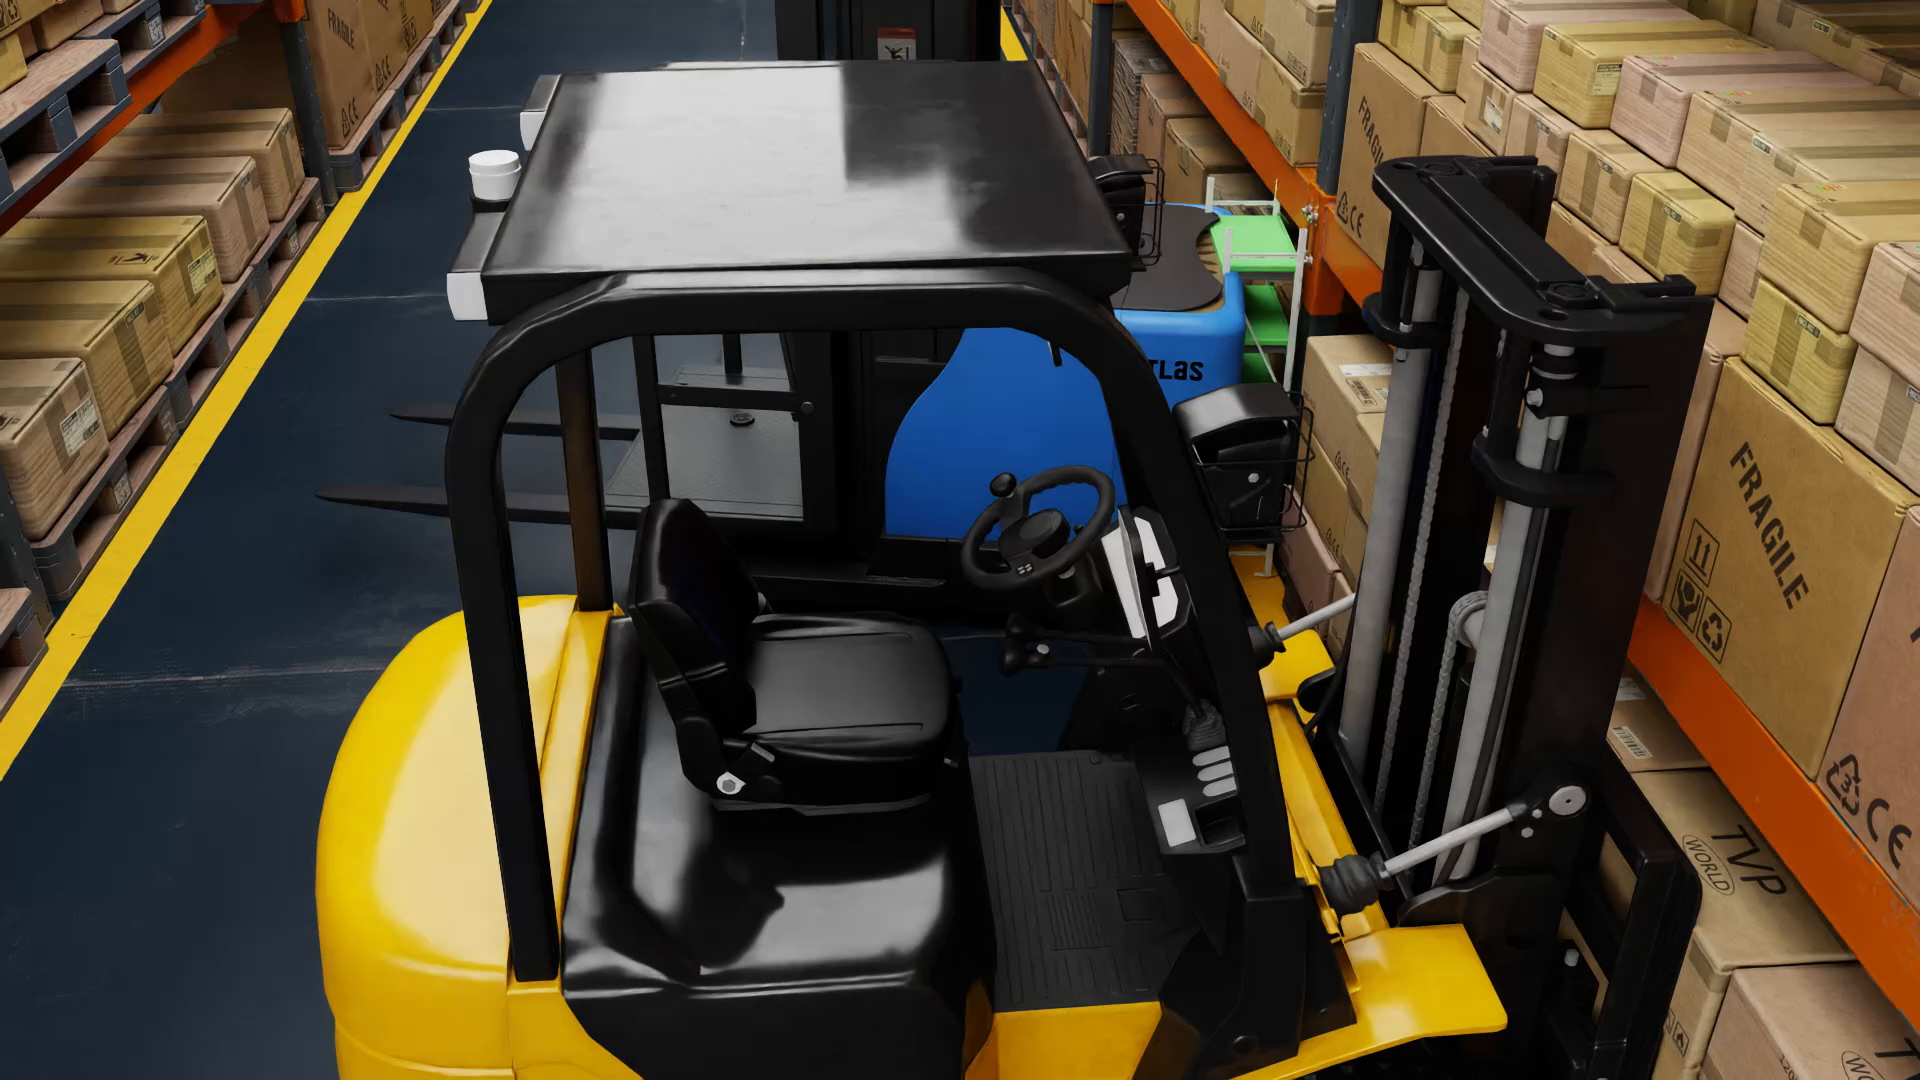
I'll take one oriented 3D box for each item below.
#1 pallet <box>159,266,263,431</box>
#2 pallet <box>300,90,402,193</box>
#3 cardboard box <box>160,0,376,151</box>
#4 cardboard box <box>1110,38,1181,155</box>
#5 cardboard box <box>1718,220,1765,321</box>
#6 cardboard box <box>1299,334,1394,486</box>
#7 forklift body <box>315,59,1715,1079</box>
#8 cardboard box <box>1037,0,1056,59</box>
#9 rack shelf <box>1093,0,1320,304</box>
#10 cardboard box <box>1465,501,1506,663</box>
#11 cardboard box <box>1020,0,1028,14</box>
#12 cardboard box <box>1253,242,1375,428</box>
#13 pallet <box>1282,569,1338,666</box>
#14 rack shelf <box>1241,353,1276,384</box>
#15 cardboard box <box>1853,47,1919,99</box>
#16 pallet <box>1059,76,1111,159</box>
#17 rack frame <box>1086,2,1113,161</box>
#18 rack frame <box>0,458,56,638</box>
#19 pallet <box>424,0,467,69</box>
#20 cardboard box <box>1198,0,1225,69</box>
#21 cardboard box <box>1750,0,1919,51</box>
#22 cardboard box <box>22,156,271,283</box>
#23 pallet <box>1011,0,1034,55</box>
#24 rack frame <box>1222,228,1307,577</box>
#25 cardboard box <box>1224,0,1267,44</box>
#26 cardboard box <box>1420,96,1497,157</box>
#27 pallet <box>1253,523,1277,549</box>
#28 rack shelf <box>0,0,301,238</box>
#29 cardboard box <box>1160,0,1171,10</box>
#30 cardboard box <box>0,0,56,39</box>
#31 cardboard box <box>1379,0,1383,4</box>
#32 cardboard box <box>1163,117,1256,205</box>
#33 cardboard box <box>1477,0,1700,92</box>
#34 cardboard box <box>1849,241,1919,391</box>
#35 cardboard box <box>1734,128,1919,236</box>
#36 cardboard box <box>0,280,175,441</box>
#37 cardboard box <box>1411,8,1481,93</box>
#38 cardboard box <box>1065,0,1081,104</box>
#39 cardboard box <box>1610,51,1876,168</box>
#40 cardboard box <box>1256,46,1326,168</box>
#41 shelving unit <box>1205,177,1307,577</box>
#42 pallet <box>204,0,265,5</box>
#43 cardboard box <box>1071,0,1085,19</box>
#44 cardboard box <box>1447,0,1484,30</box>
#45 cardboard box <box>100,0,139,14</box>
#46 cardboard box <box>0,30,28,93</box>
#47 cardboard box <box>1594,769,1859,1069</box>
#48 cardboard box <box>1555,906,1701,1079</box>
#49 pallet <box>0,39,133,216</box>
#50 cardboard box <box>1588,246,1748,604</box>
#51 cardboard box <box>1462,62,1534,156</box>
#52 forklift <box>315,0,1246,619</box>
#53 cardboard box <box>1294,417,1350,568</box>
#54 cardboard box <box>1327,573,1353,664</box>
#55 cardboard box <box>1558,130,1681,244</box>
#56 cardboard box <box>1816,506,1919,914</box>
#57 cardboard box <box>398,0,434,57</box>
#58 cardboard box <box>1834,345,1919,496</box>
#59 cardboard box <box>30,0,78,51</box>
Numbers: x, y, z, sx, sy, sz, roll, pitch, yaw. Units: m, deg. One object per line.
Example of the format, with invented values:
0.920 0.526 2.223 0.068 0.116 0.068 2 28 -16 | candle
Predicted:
-3.572 -0.796 6.877 1.003 0.211 1.213 -3 31 -5 | pallet
-3.753 -2.223 9.266 1.003 0.211 1.213 -3 31 -5 | pallet
-3.736 -2.639 8.905 0.875 0.875 0.875 -3 31 -5 | cardboard box
1.232 -2.095 8.239 0.875 0.625 0.625 -2 31 -3 | cardboard box
1.546 -0.440 2.831 0.380 0.149 0.250 -3 31 -5 | cardboard box
1.294 -0.379 4.755 0.500 0.250 0.500 -3 31 -5 | cardboard box
-0.059 0.314 3.126 2.313 2.155 1.214 -3 31 -5 | forklift body
0.779 -3.354 10.468 0.500 0.500 0.500 -4 31 -6 | cardboard box
1.374 -1.924 6.747 1.077 0.370 4.000 -3 31 -5 | rack shelf
1.390 0.136 3.893 0.500 0.250 0.500 -2 31 -3 | cardboard box
0.694 -3.874 11.339 0.500 0.500 0.500 -3 31 -5 | cardboard box
1.501 -0.638 5.799 0.875 0.625 0.625 -1 31 -2 | cardboard box
1.594 0.394 4.885 1.003 0.211 1.213 -3 31 -5 | pallet
0.917 -0.470 5.481 0.258 0.148 0.480 0 30 1 | rack shelf
1.979 -0.857 3.239 0.380 0.149 0.250 -3 31 -5 | cardboard box
1.155 -2.440 9.628 1.003 0.211 1.213 -3 31 -5 | pallet
1.187 -3.254 8.272 1.000 3.000 0.127 -3 31 -5 | rack frame
-3.380 -0.972 4.452 1.000 3.000 0.127 -3 31 -5 | rack frame
-3.981 -3.469 11.351 1.003 0.211 1.213 -3 31 -5 | pallet
1.185 -1.903 6.157 0.500 0.250 0.500 -3 31 -4 | cardboard box
1.998 -1.123 3.684 0.380 0.149 0.250 -3 31 -6 | cardboard box
-3.634 -1.401 7.323 0.950 0.372 0.625 -3 31 -6 | cardboard box
0.927 -3.685 11.714 1.003 0.211 1.213 -3 31 -5 | pallet
0.912 -0.403 5.237 0.240 1.200 0.015 0 30 1 | rack frame
1.206 -1.862 5.602 0.500 0.250 0.500 -4 31 -6 | cardboard box
1.408 -0.750 3.983 0.500 0.500 0.500 -2 31 -4 | cardboard box
1.453 -0.389 6.195 1.003 0.211 1.213 -3 31 -5 | pallet
-3.567 -1.684 6.346 1.077 0.370 4.000 -3 31 -5 | rack shelf
1.083 -2.431 7.042 0.500 0.250 0.500 -4 31 -6 | cardboard box
-3.186 -1.831 5.094 0.500 0.500 0.500 -3 31 -4 | cardboard box
1.308 -1.697 4.935 0.380 0.149 0.250 -2 31 -3 | cardboard box
1.364 -1.418 7.106 0.875 0.625 0.625 -4 31 -7 | cardboard box
1.364 -1.088 3.627 0.380 0.149 0.250 -2 31 -3 | cardboard box
1.502 -0.306 2.317 0.380 0.149 0.250 -2 31 -3 | cardboard box
1.542 -0.574 2.766 0.380 0.149 0.250 -2 31 -4 | cardboard box
-3.502 -0.658 6.080 0.950 0.372 0.625 -1 31 -1 | cardboard box
1.355 -1.225 4.146 0.380 0.149 0.250 -2 31 -3 | cardboard box
0.898 -2.822 9.578 0.500 0.500 0.500 -3 31 -5 | cardboard box
1.495 -0.830 3.194 0.380 0.149 0.250 -3 31 -5 | cardboard box
1.254 -1.392 5.301 0.500 0.250 0.500 -2 31 -3 | cardboard box
0.916 -0.525 5.449 0.258 1.200 0.503 0 30 1 | shelving unit
-3.582 -2.573 7.319 1.213 0.211 1.003 -3 31 -5 | pallet
0.833 -3.017 9.272 0.380 0.149 0.250 -4 31 -7 | cardboard box
1.428 -1.355 4.074 0.380 0.149 0.250 -2 31 -4 | cardboard box
-3.212 -2.008 6.023 0.380 0.149 0.250 -2 31 -3 | cardboard box
-3.132 -1.469 5.120 0.380 0.149 0.250 -2 31 -4 | cardboard box
1.471 0.664 3.010 0.500 0.250 0.500 -2 31 -4 | cardboard box
1.473 0.864 3.163 0.500 0.250 0.500 -3 31 -6 | cardboard box
-3.307 -1.287 5.166 1.003 0.211 1.213 -3 31 -5 | pallet
1.482 -0.234 3.119 0.500 0.500 0.500 -3 31 -4 | cardboard box
1.356 -0.964 3.709 0.380 0.149 0.250 -2 31 -3 | cardboard box
-0.621 -1.296 5.061 3.031 2.935 1.130 3 31 6 | forklift
1.299 -0.164 4.884 0.500 0.250 0.500 -3 31 -5 | cardboard box
1.340 0.310 4.578 0.500 0.250 0.500 -3 31 -6 | cardboard box
1.420 -0.703 3.271 0.380 0.149 0.250 -4 31 -6 | cardboard box
1.588 0.284 2.252 0.500 0.500 0.500 -2 31 -3 | cardboard box
-3.898 -3.551 10.432 0.875 0.875 0.875 -2 31 -3 | cardboard box
1.523 -0.180 2.396 0.380 0.149 0.250 -4 31 -6 | cardboard box
-3.217 -1.744 5.580 0.380 0.149 0.250 -2 31 -4 | cardboard box
